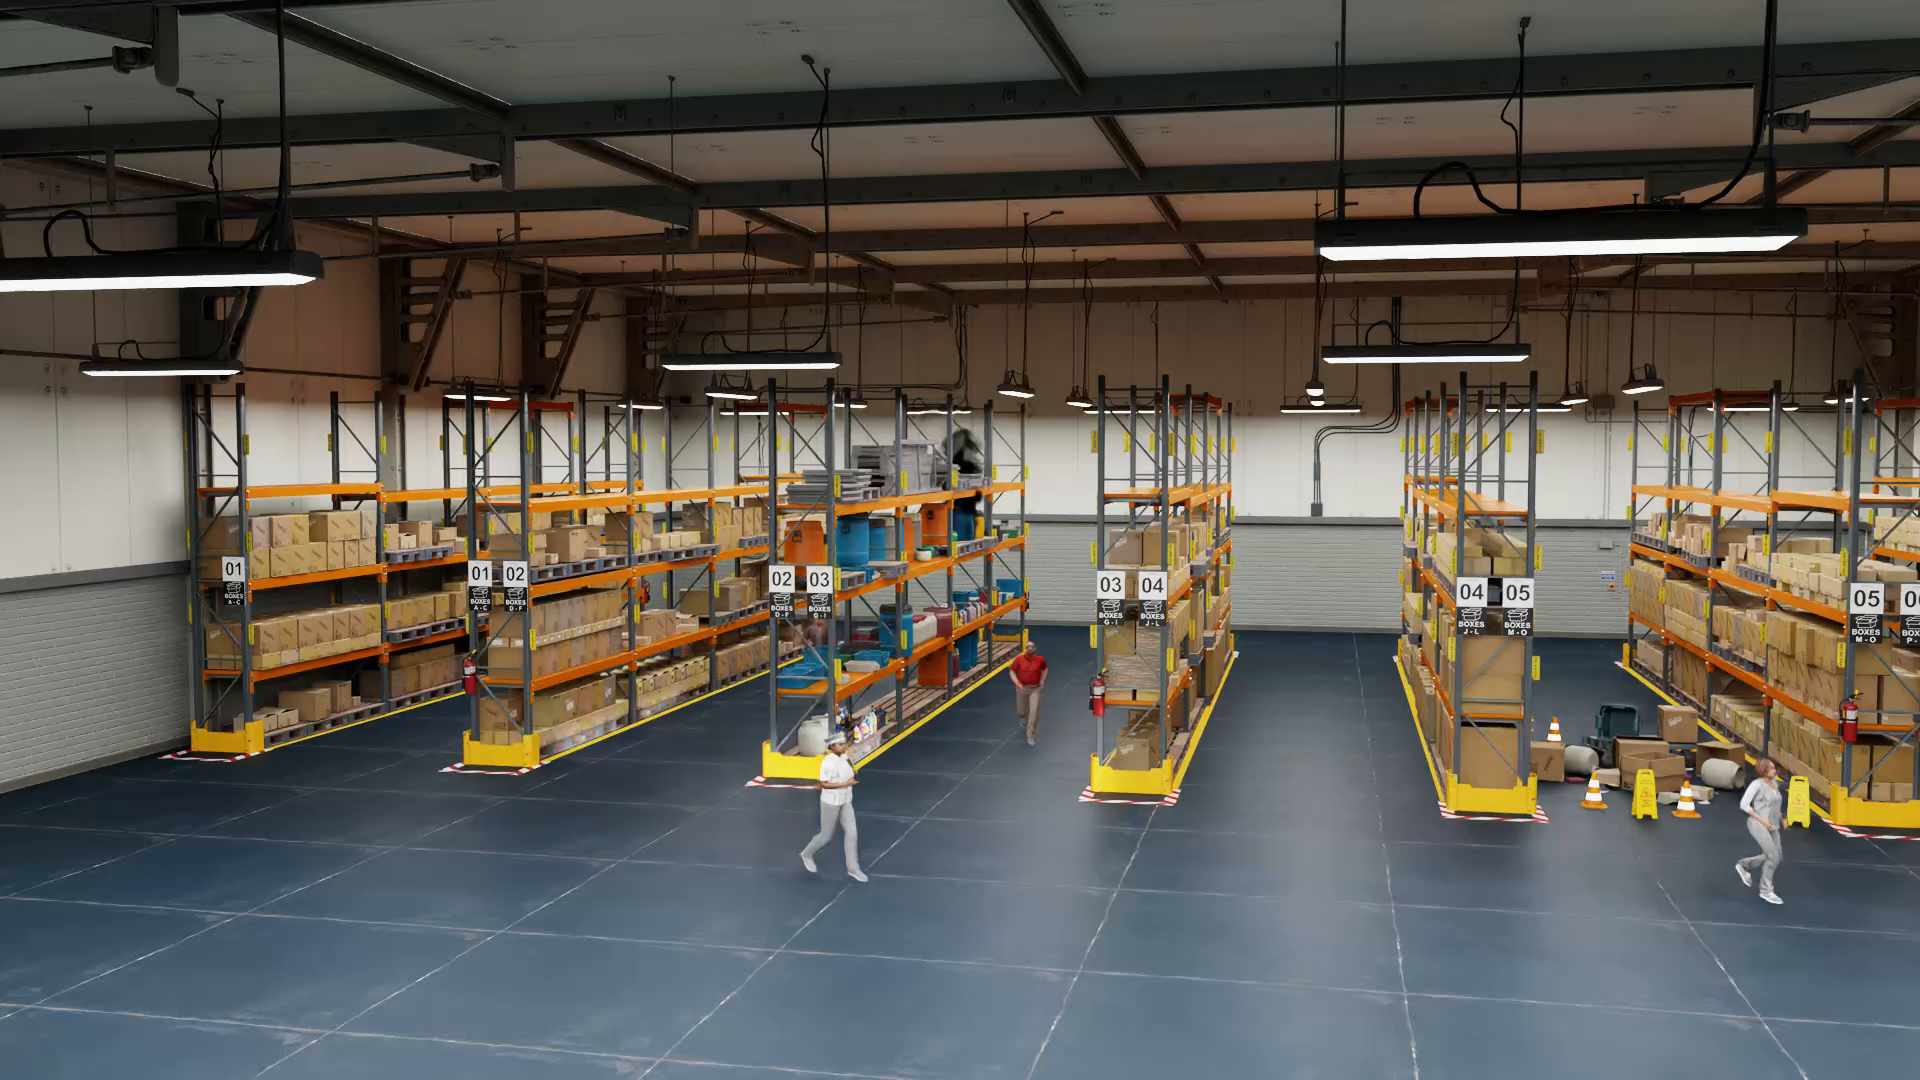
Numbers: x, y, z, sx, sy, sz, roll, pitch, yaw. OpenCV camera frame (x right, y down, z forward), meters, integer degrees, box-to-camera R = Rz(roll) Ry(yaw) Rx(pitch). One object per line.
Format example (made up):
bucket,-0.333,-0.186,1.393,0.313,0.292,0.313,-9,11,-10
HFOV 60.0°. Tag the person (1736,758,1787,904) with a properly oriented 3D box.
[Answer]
person,8.791,3.177,18.319,0.547,1.574,0.593,-2,4,-33

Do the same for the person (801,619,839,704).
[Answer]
person,-2.731,2.277,32.254,0.710,1.746,0.834,0,3,3

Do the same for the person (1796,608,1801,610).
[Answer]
person,16.768,2.231,33.307,0.668,1.737,0.794,0,3,5

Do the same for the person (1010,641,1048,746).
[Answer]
person,1.162,2.571,28.159,0.642,1.724,1.029,0,3,5

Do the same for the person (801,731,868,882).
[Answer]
person,-1.444,3.037,19.141,0.901,1.702,0.604,2,4,34
